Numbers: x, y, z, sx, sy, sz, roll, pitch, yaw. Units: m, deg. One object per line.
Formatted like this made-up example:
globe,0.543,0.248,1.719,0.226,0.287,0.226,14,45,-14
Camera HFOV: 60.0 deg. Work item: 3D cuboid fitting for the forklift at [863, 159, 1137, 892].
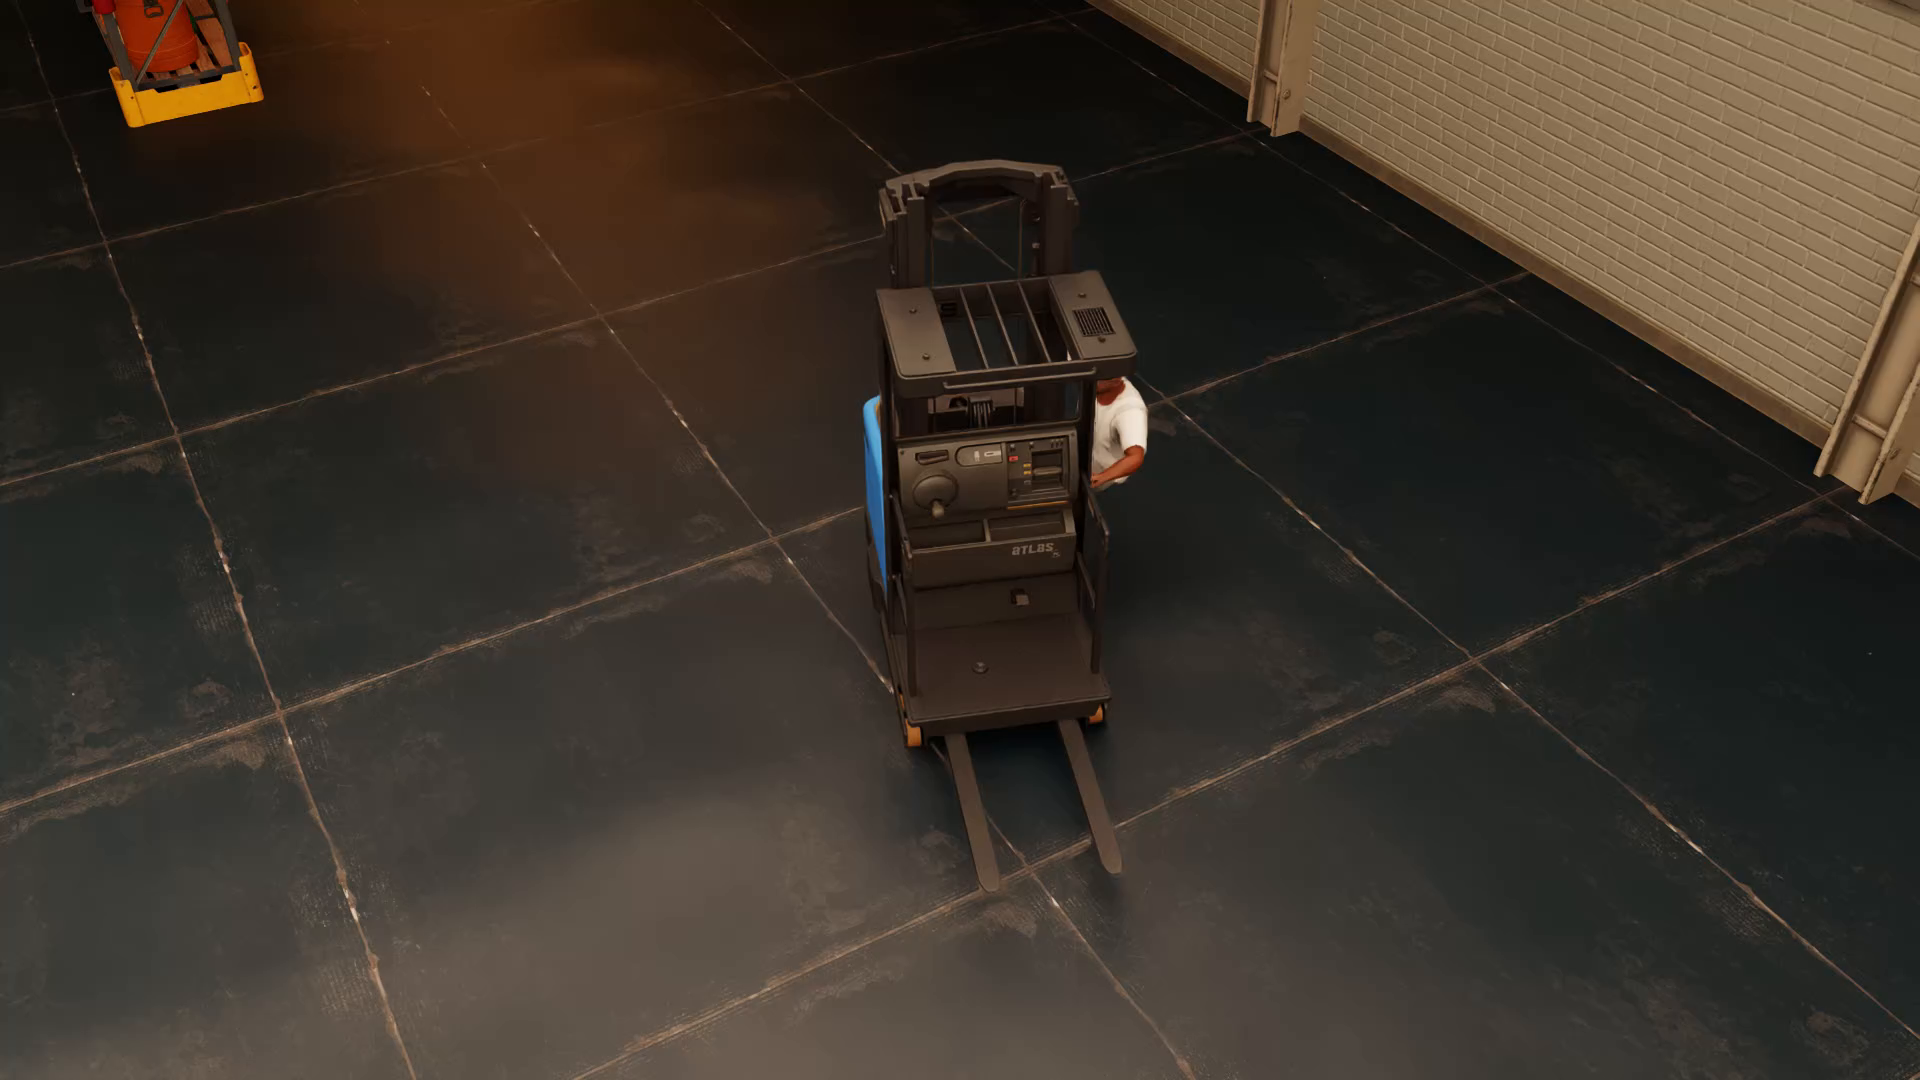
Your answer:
forklift,0.188,-0.263,8.353,1.130,2.935,3.031,-7,40,-8

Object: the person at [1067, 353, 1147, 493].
person,0.611,-0.466,9.677,0.864,1.492,1.108,-25,46,-27
